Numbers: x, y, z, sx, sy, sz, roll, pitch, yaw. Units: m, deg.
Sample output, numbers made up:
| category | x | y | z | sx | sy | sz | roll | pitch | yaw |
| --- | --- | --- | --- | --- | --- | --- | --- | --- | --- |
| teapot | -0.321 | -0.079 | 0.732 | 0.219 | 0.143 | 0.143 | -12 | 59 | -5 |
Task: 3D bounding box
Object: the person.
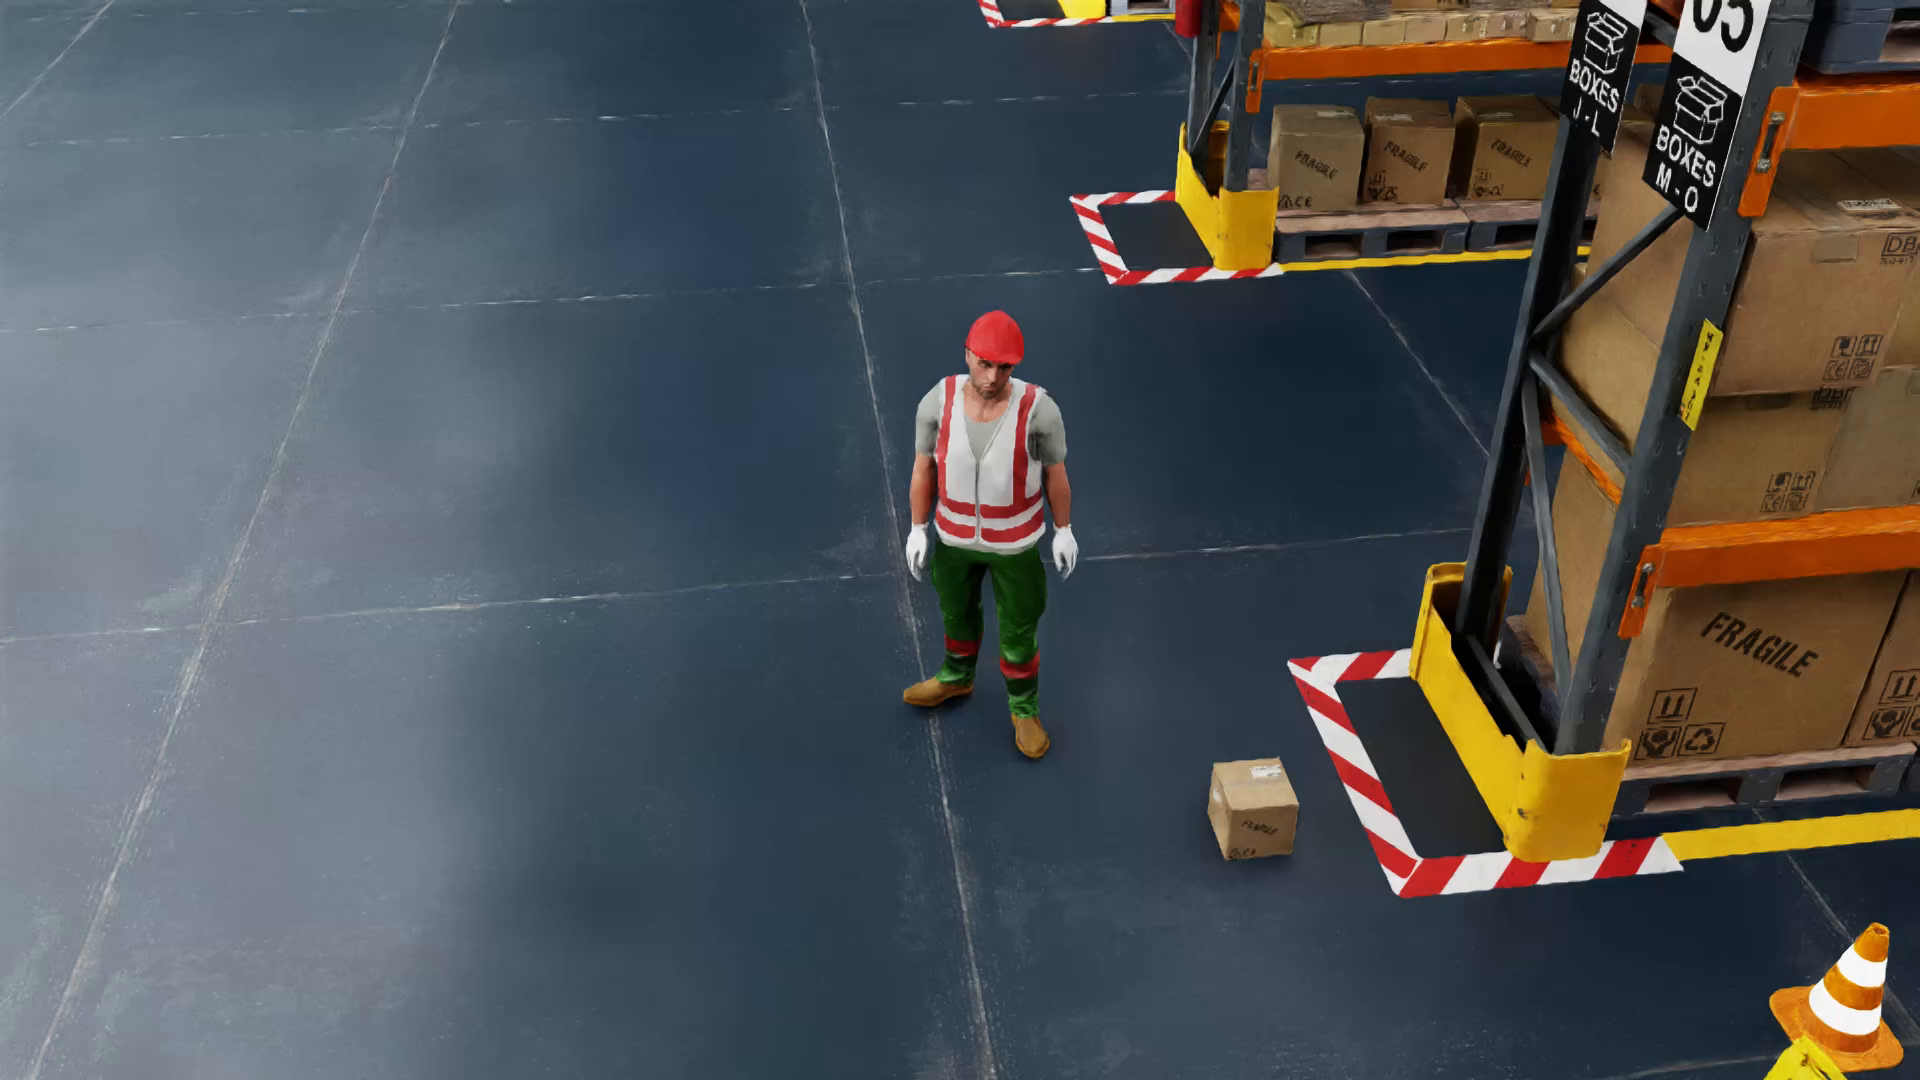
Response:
| category | x | y | z | sx | sy | sz | roll | pitch | yaw |
| --- | --- | --- | --- | --- | --- | --- | --- | --- | --- |
| person | 0.091 | -0.022 | 6.121 | 0.677 | 1.797 | 0.411 | 10 | 36 | 14 |
